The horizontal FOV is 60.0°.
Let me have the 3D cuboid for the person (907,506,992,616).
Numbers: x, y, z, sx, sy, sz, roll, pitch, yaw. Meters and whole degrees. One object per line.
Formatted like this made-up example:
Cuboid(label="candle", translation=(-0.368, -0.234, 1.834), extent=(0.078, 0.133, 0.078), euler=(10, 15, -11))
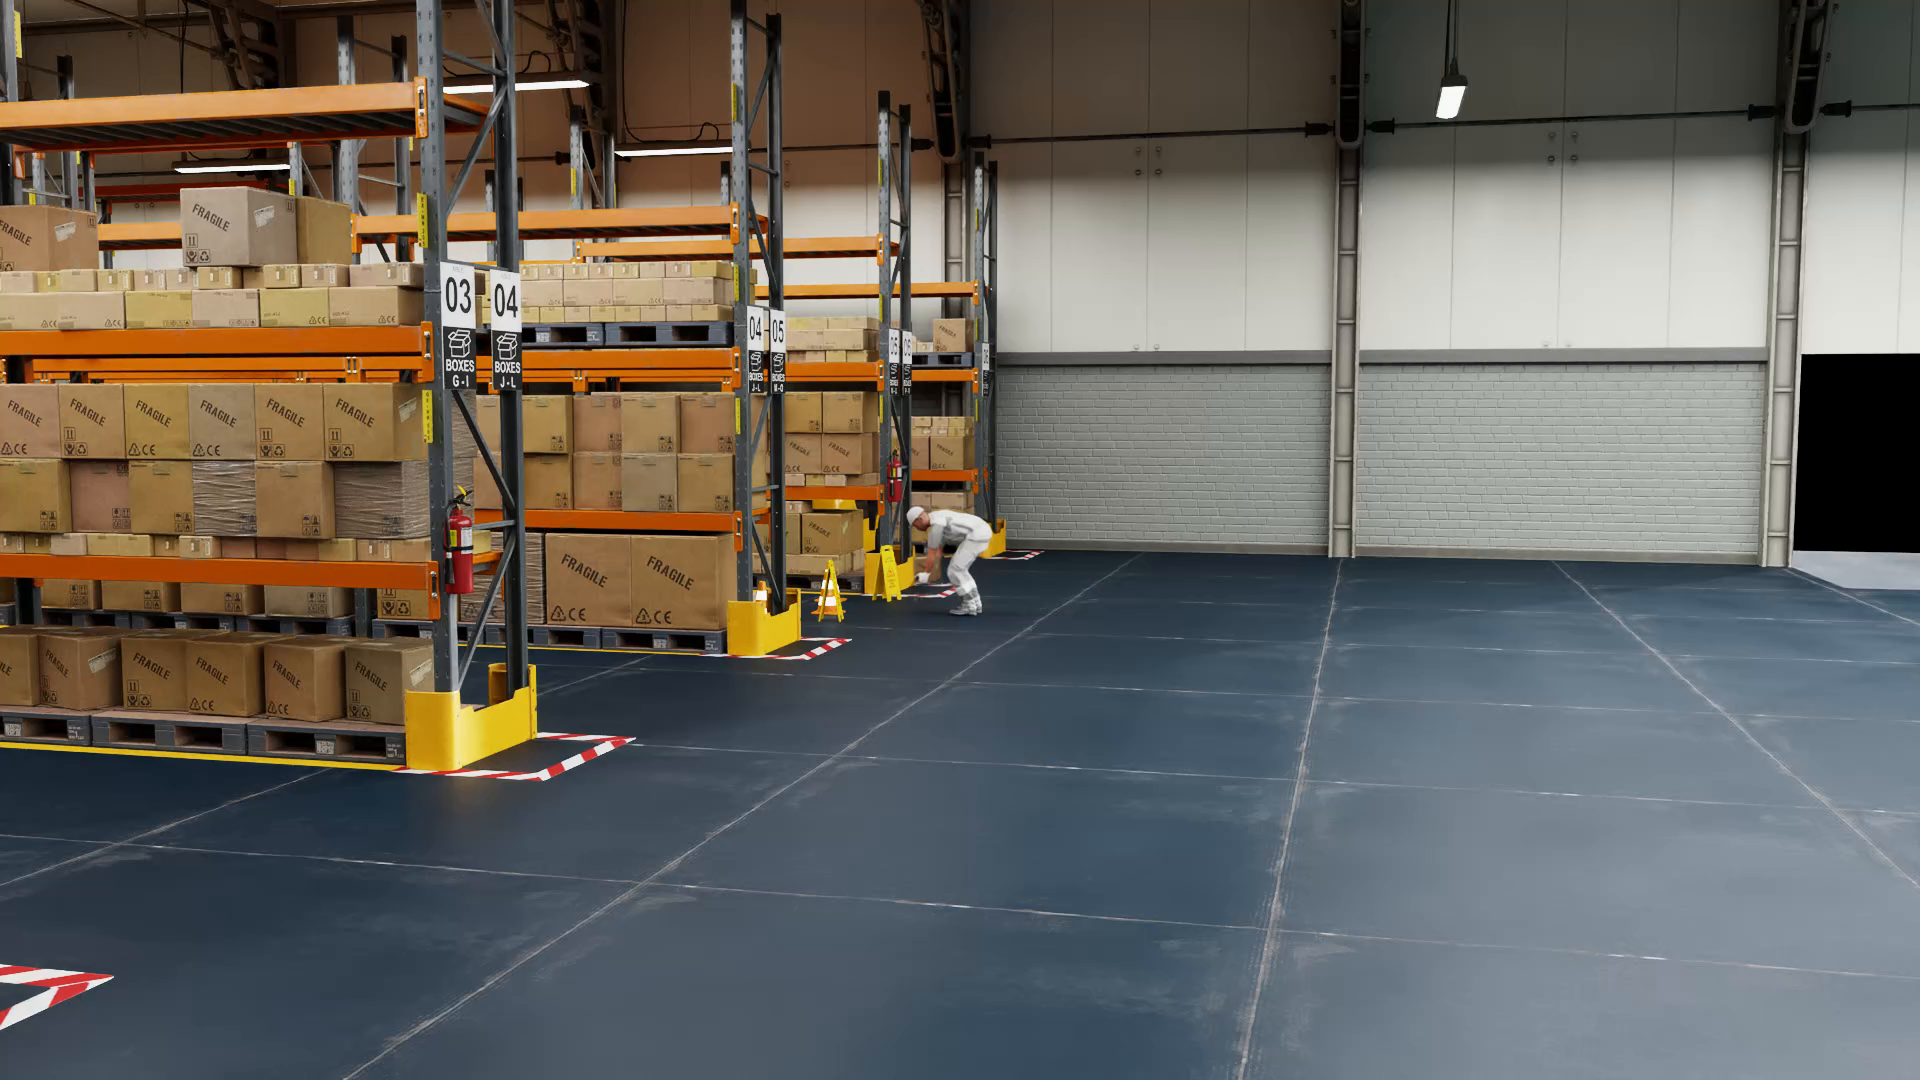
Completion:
Cuboid(label="person", translation=(-0.120, 0.223, 18.289), extent=(0.944, 1.180, 0.517), euler=(1, 5, 11))
